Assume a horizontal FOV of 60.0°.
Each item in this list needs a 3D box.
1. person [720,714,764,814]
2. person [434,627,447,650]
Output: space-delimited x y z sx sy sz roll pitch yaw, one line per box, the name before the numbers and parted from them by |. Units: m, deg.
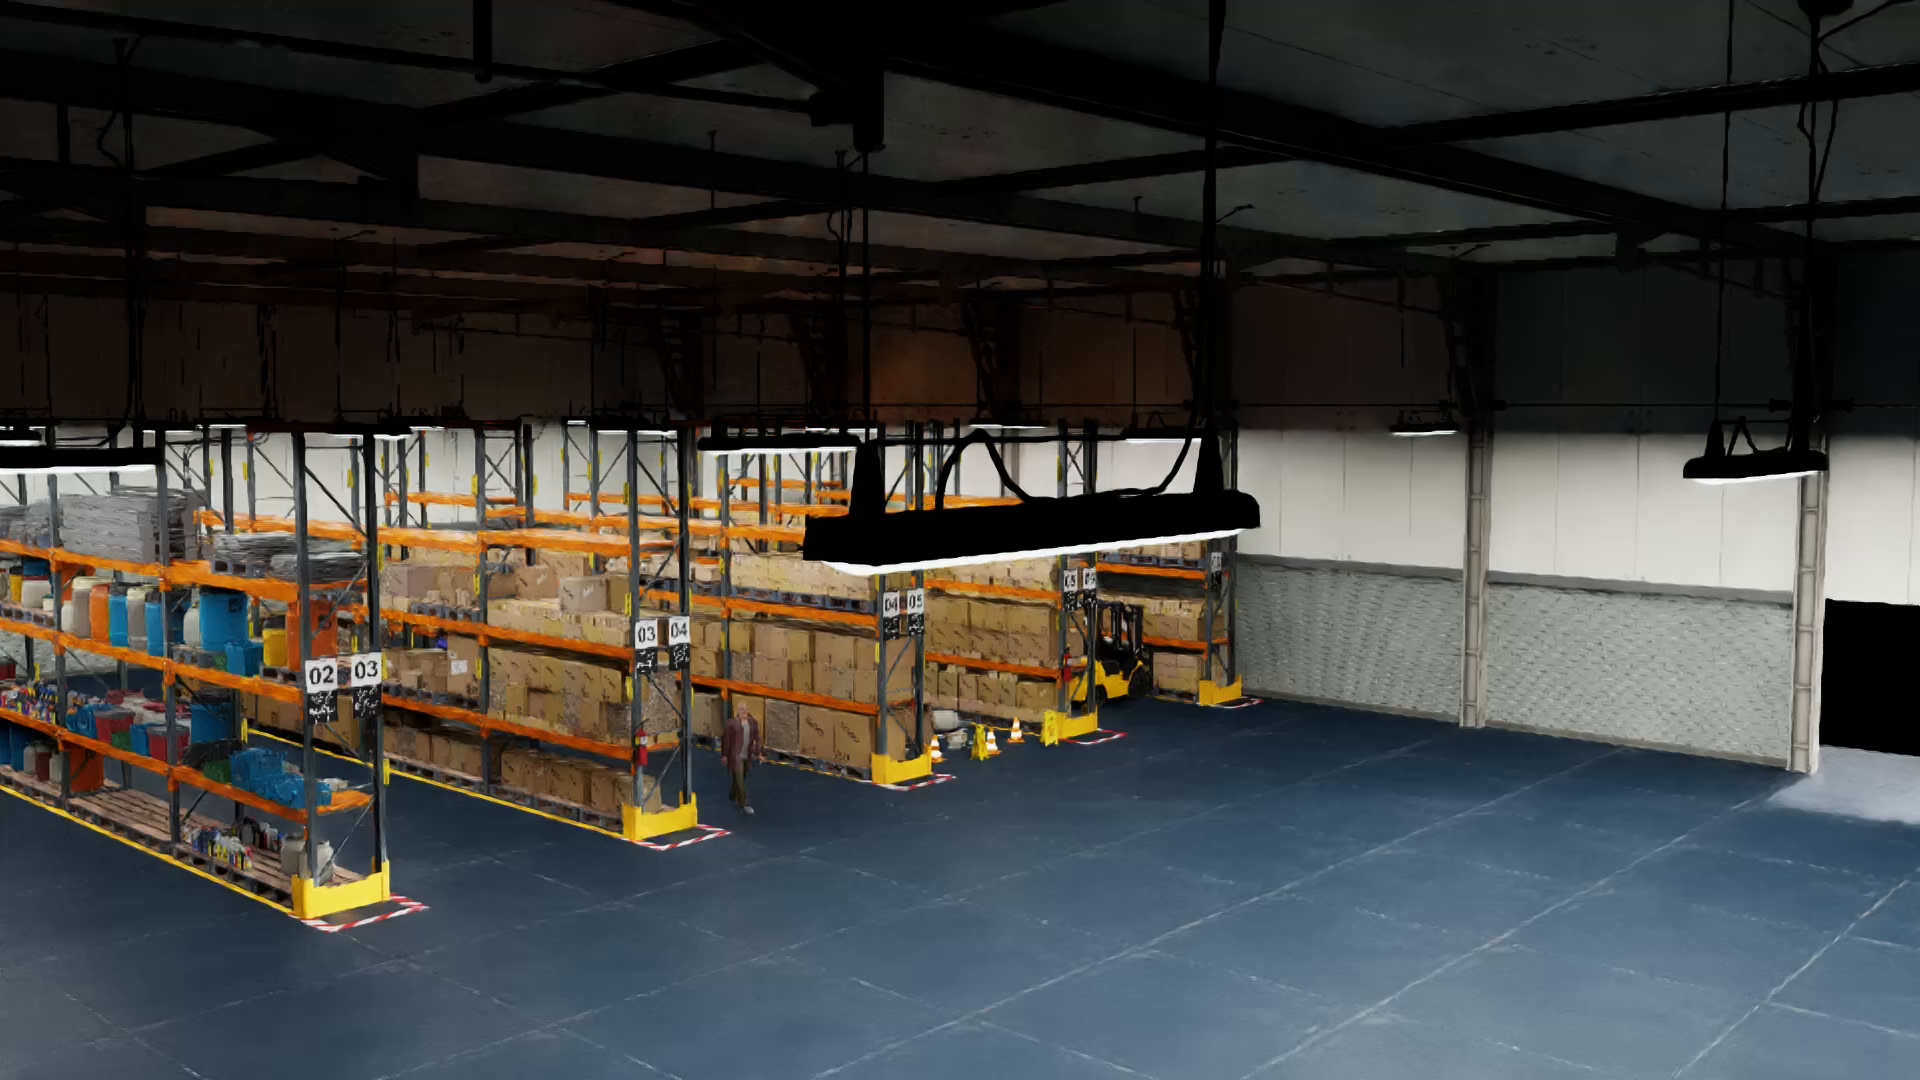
person | -3.371 3.439 25.863 0.576 1.514 1.090 -4 6 -39
person | -10.909 2.636 34.975 0.527 1.653 0.565 -3 5 -30
